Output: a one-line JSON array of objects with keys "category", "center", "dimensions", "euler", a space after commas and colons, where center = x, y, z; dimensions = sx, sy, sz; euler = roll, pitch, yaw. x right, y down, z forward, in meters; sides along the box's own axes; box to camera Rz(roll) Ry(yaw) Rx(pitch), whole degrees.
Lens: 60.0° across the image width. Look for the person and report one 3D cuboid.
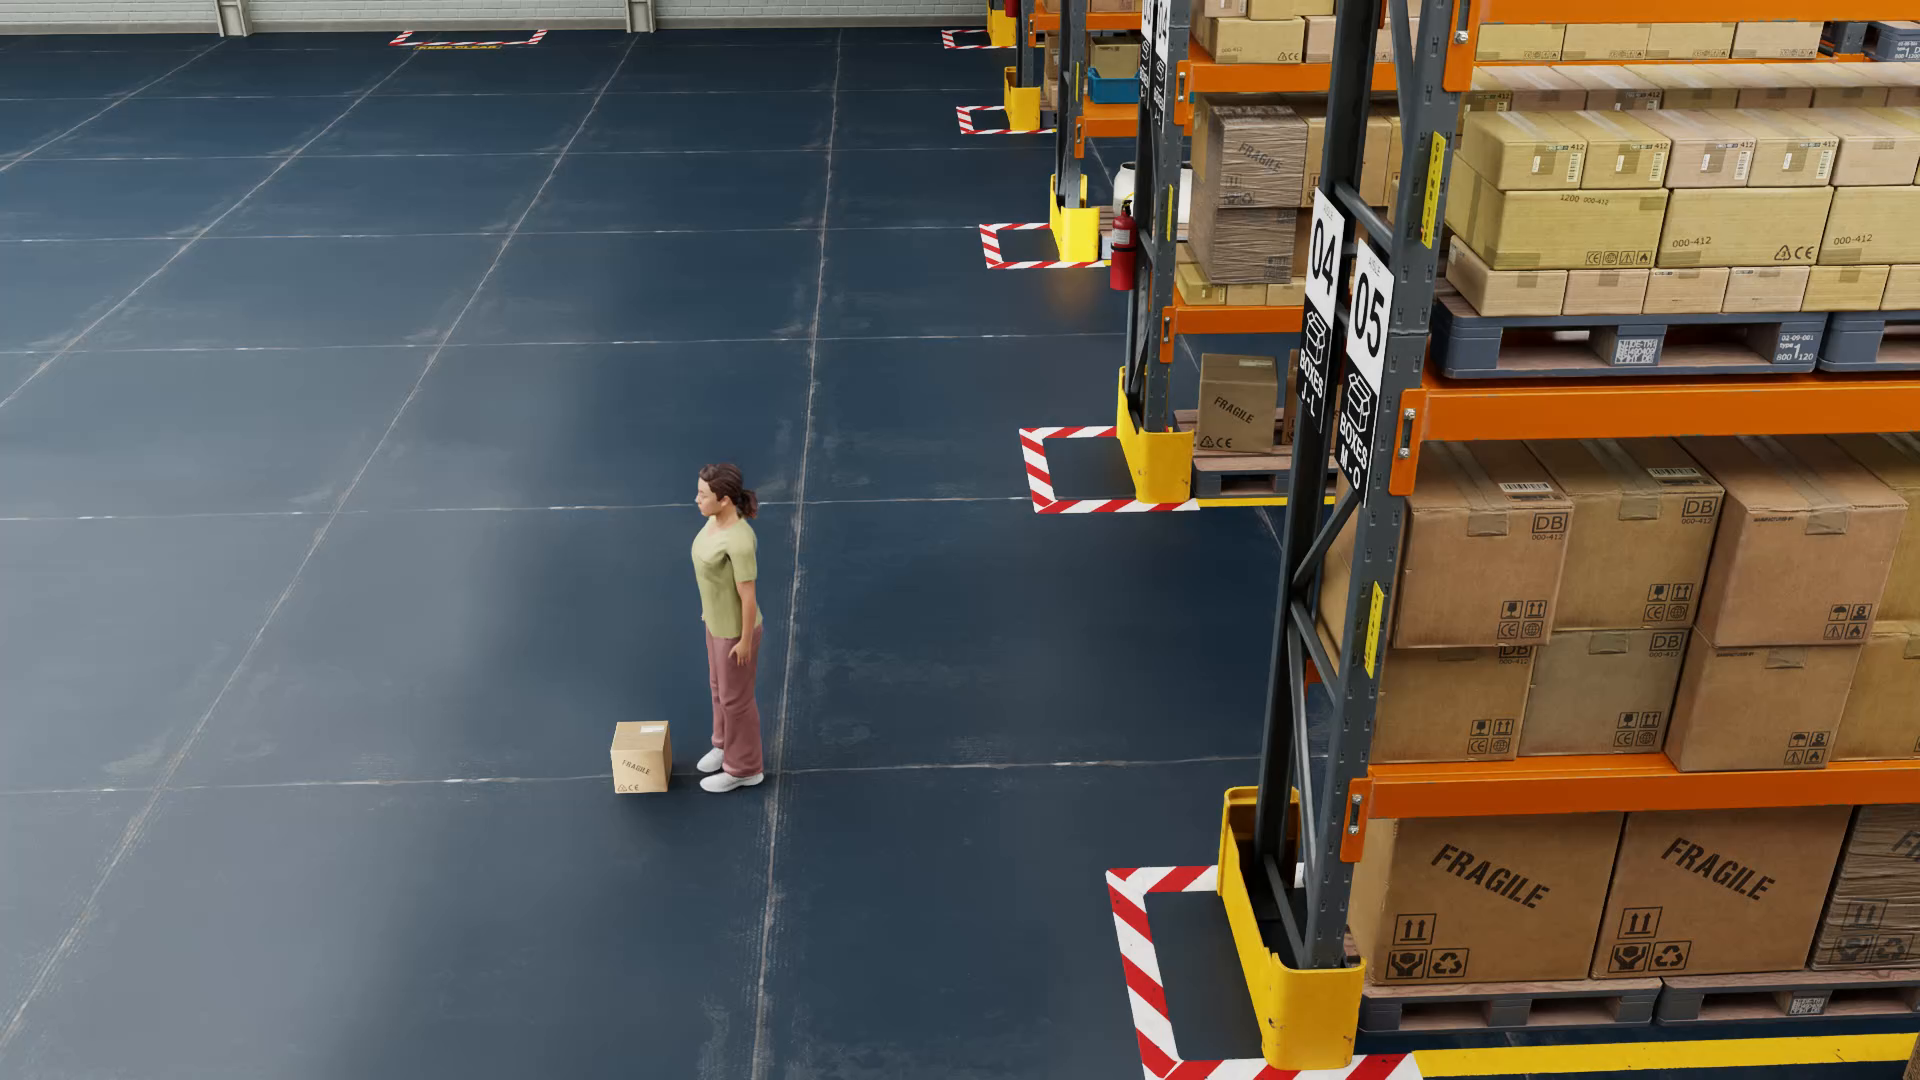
[{"category": "person", "center": [-1.100, 0.407, 7.827], "dimensions": [0.401, 1.680, 0.462], "euler": [-10, 29, -18]}]
